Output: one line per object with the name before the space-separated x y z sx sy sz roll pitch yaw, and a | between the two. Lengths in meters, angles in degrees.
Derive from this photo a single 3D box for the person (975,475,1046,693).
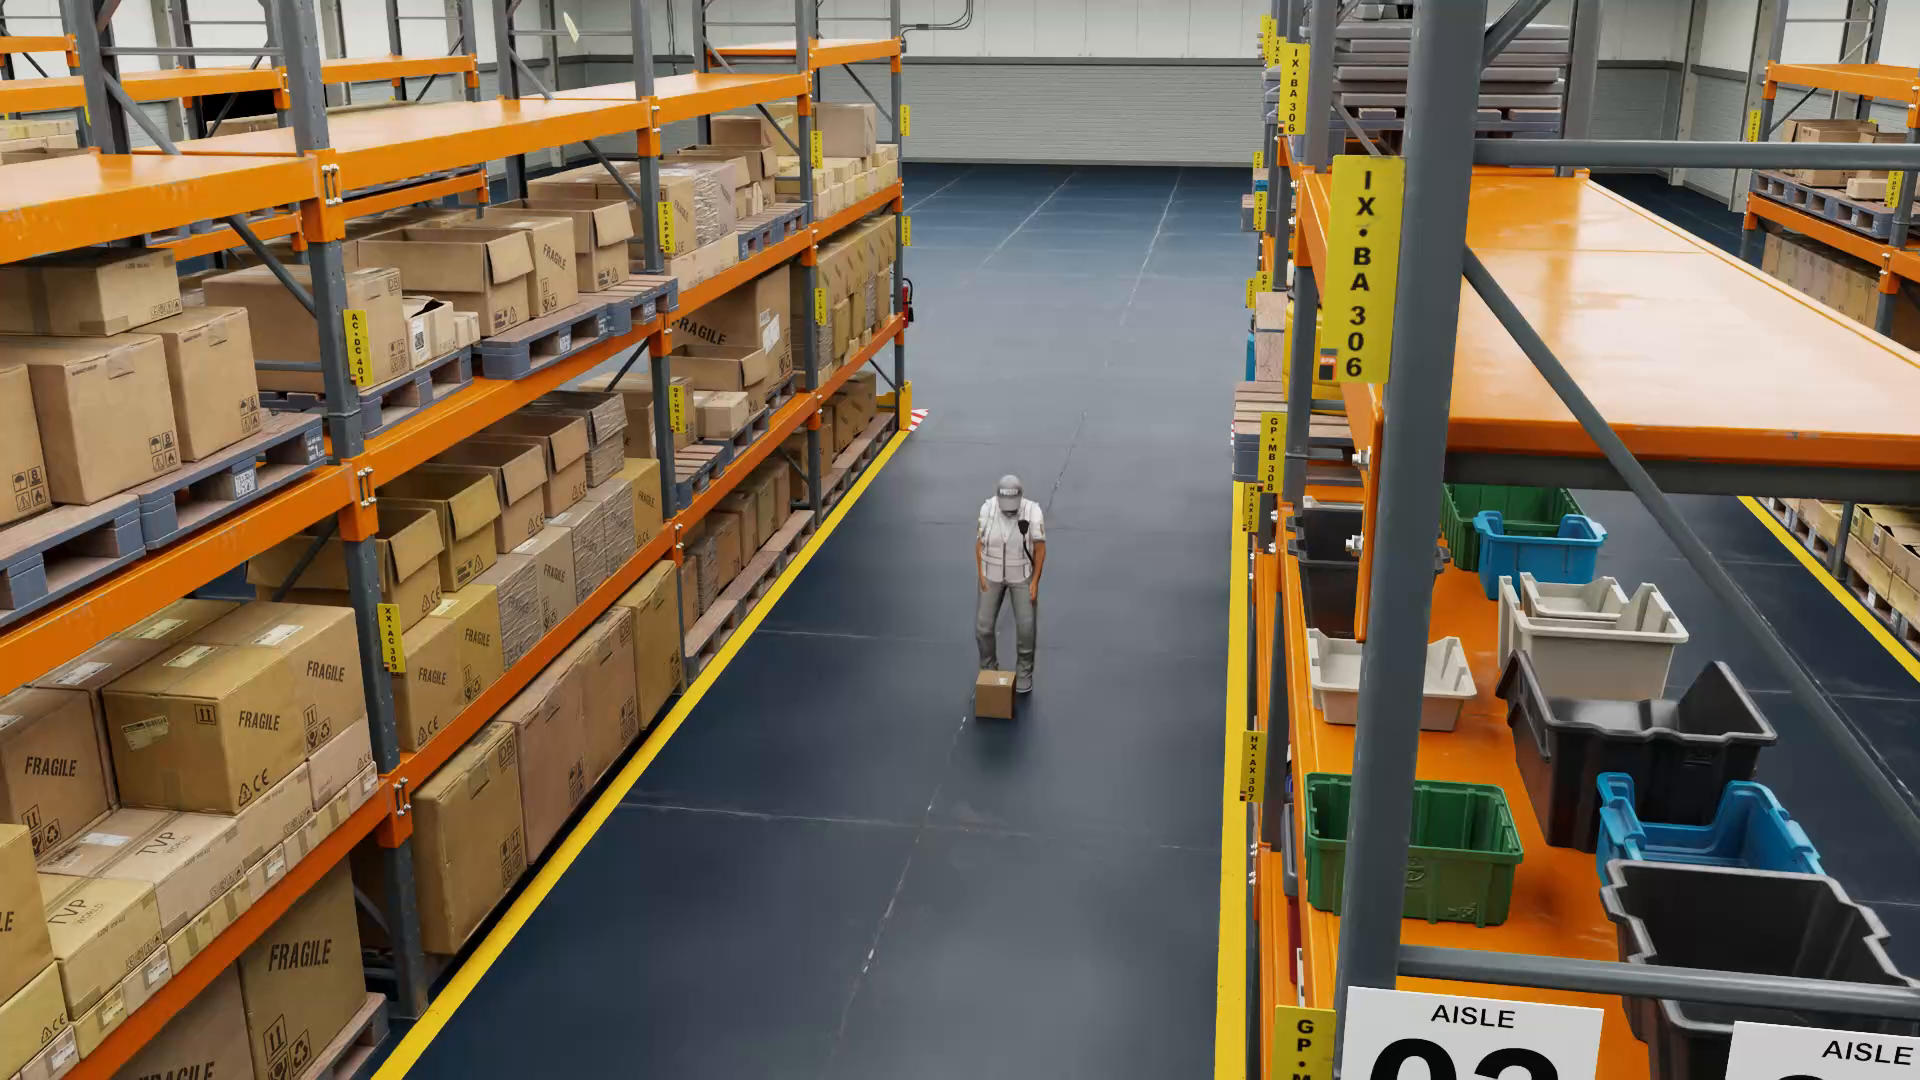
person | 0.358 0.292 11.766 0.500 1.611 0.496 3 18 10
